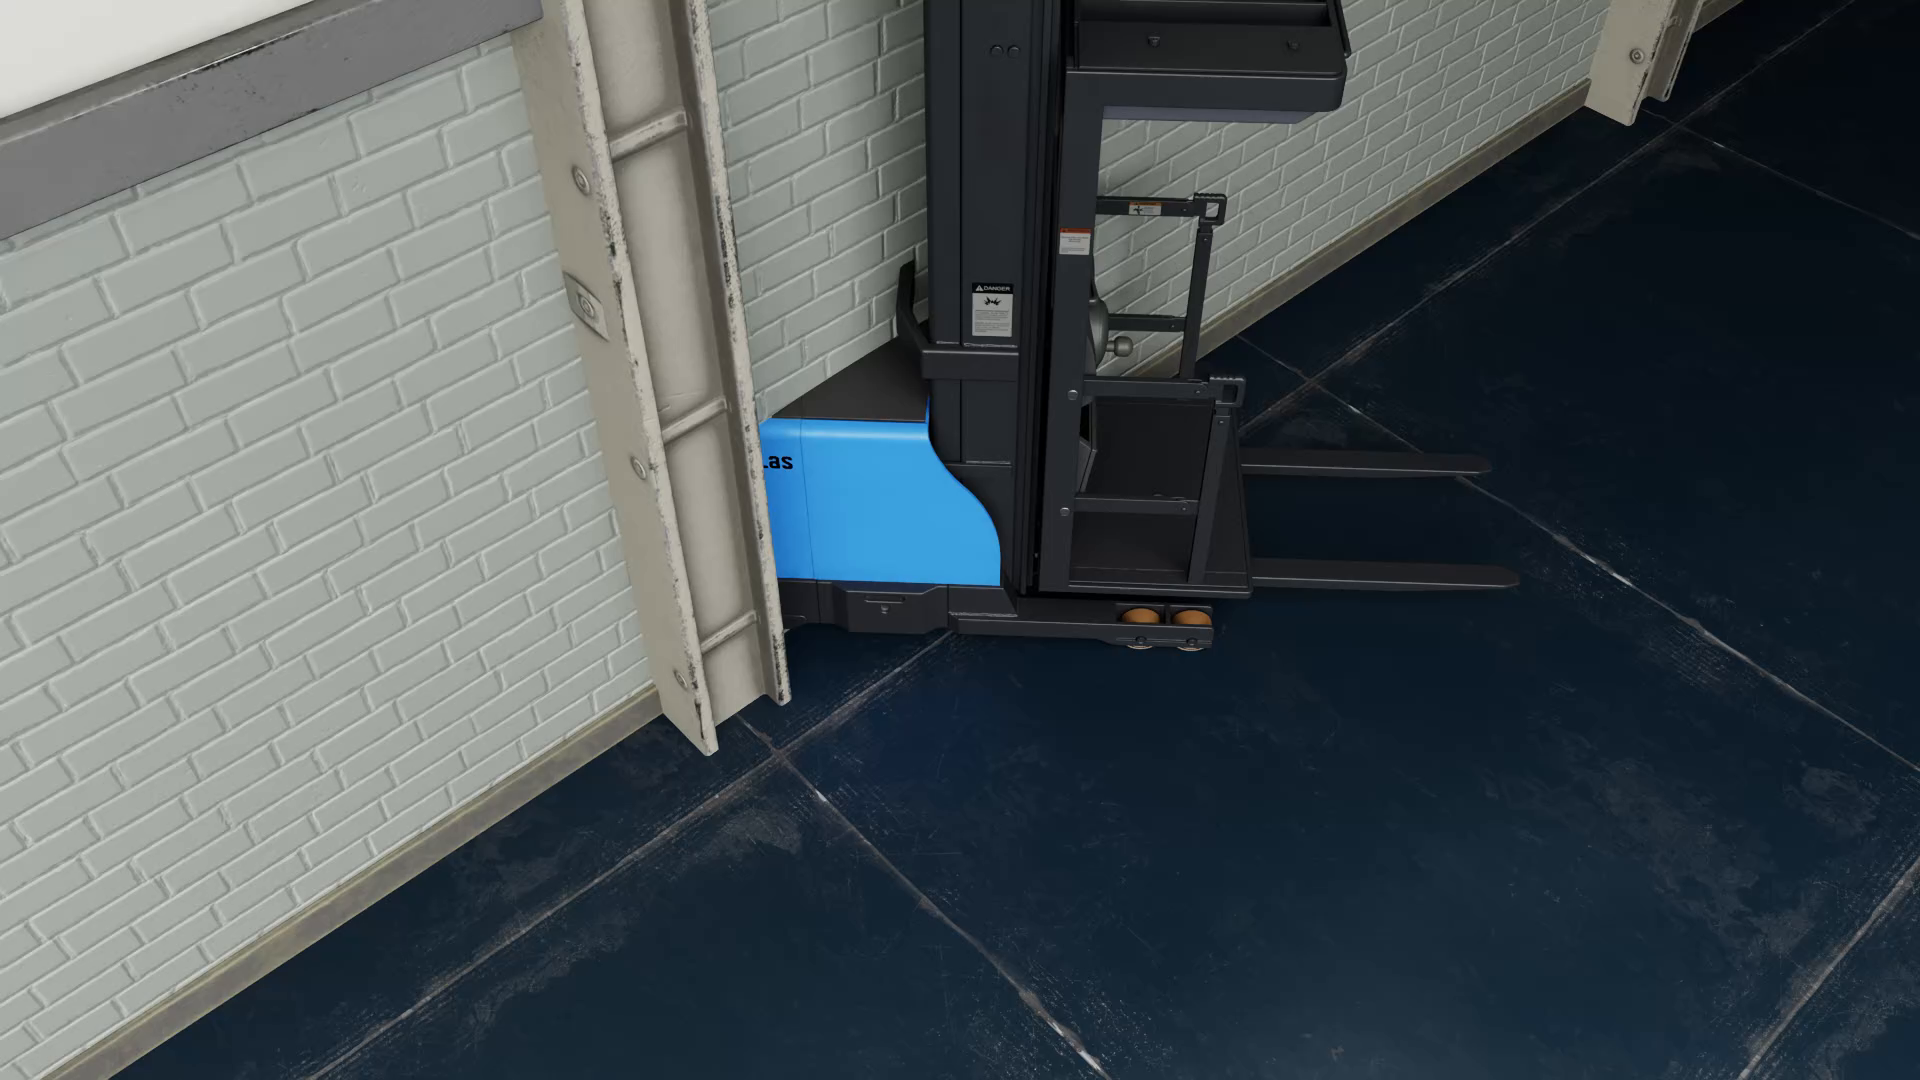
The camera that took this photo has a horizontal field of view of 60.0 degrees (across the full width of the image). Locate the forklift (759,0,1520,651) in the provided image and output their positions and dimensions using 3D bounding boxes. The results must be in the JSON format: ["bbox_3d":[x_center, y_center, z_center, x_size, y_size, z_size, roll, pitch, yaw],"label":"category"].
[{"bbox_3d":[0.624,-0.973,5.653,3.031,2.935,1.130,2,47,2],"label":"forklift"}]

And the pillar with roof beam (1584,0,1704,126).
[{"bbox_3d":[6.462,-3.072,3.462,0.400,9.000,9.100,-34,56,-27],"label":"pillar with roof beam"}]

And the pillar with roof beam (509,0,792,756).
[{"bbox_3d":[2.022,-0.106,0.725,0.400,9.000,9.100,-34,56,-27],"label":"pillar with roof beam"}]
